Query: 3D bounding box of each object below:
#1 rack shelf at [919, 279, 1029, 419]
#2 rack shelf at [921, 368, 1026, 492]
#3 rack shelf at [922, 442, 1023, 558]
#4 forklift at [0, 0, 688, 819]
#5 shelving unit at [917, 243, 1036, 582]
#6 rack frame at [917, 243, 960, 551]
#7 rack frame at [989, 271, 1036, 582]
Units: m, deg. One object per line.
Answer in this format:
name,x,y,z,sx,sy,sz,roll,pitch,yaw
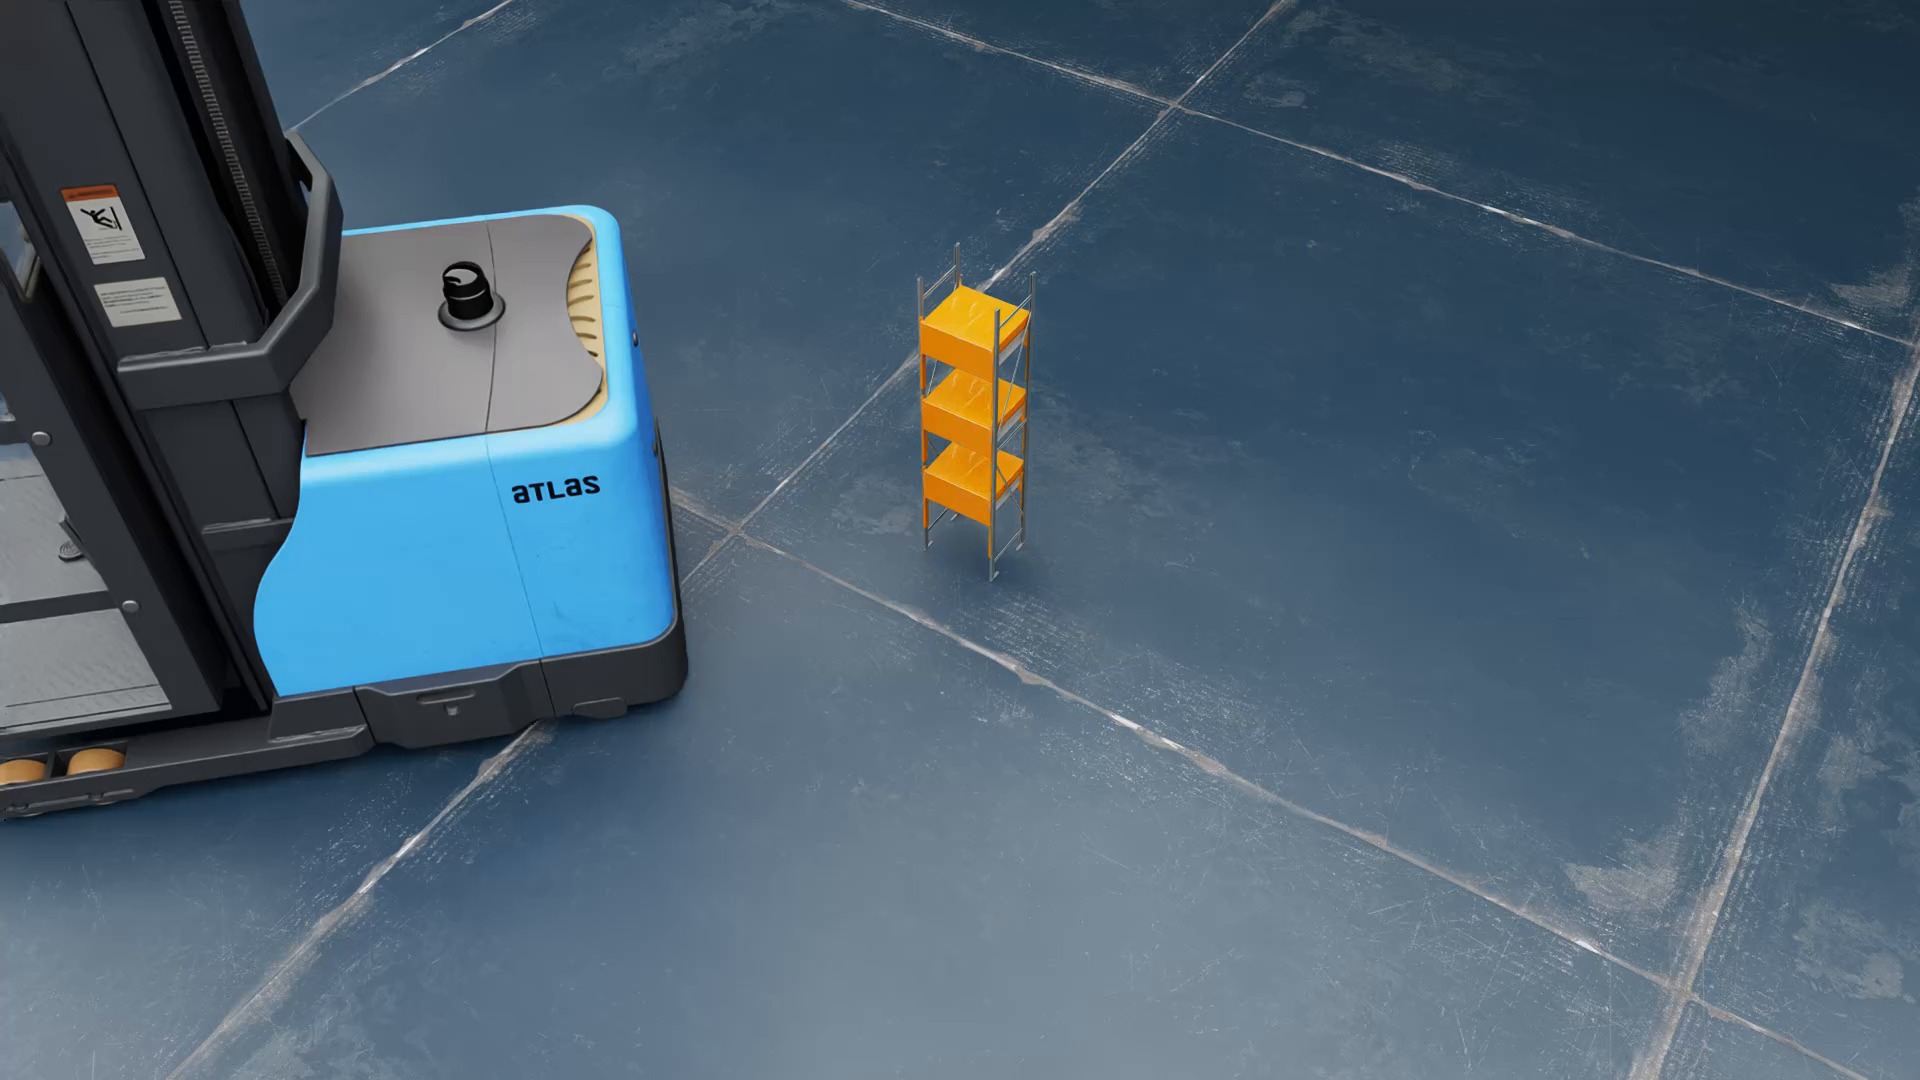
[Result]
rack shelf,0.045,-0.536,4.657,0.240,0.259,0.215,25,51,22
rack shelf,0.045,-0.338,4.861,0.240,0.259,0.215,25,51,22
rack shelf,0.045,-0.144,5.060,0.240,0.259,0.215,25,51,22
forklift,-2.351,-0.685,3.872,3.031,2.935,1.130,-8,46,-8
shelving unit,0.045,-0.345,4.853,0.252,1.050,0.215,25,51,22
rack frame,-0.058,-0.392,4.899,0.008,1.050,0.200,25,51,22
rack frame,0.148,-0.298,4.807,0.008,1.050,0.200,25,51,22
